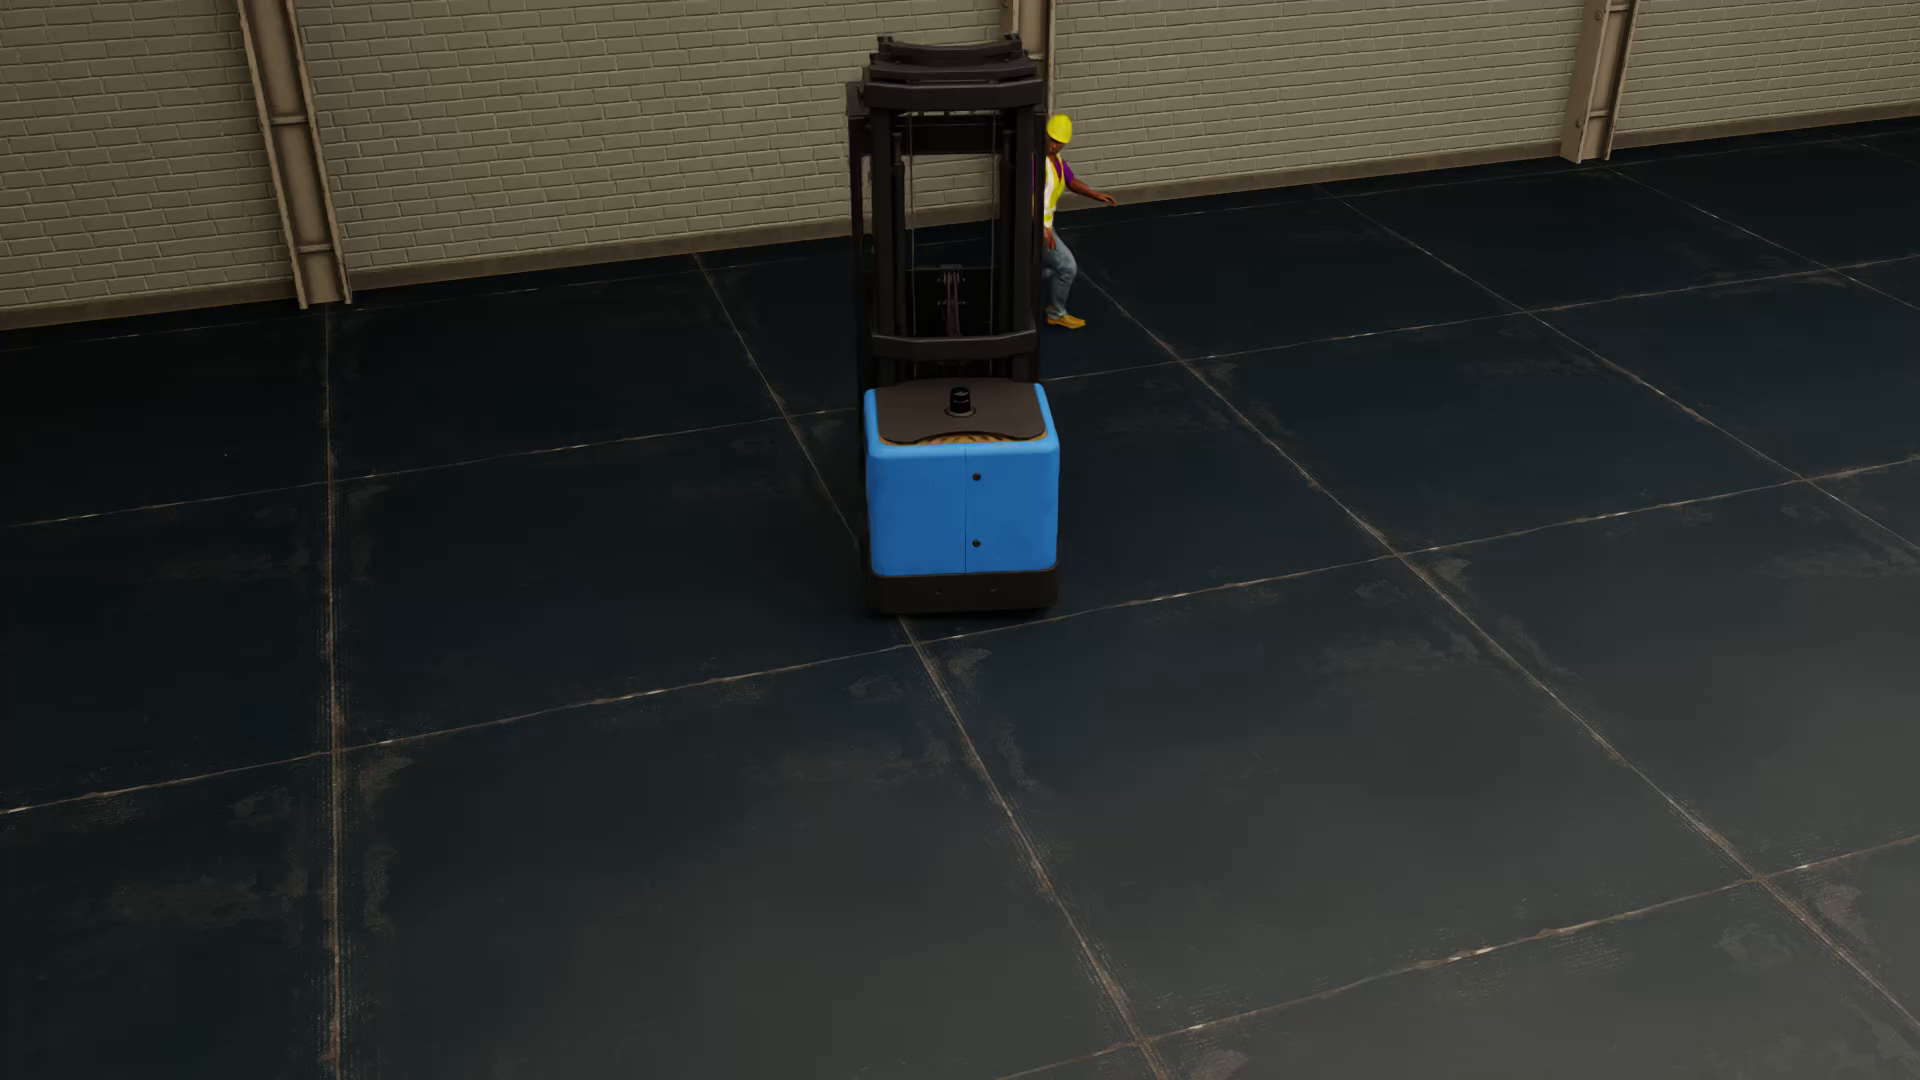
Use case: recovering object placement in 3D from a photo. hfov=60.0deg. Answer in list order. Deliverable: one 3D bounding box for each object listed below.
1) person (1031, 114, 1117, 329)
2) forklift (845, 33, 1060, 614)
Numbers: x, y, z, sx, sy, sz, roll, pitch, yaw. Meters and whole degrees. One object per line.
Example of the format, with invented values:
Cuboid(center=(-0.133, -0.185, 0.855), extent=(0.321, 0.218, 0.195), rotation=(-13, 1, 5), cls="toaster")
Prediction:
Cuboid(center=(0.746, -2.352, 12.484), extent=(0.833, 1.620, 0.918), rotation=(4, 30, 6), cls="person")
Cuboid(center=(-0.091, -1.567, 9.810), extent=(1.130, 2.935, 3.031), rotation=(-2, 30, -4), cls="forklift")
